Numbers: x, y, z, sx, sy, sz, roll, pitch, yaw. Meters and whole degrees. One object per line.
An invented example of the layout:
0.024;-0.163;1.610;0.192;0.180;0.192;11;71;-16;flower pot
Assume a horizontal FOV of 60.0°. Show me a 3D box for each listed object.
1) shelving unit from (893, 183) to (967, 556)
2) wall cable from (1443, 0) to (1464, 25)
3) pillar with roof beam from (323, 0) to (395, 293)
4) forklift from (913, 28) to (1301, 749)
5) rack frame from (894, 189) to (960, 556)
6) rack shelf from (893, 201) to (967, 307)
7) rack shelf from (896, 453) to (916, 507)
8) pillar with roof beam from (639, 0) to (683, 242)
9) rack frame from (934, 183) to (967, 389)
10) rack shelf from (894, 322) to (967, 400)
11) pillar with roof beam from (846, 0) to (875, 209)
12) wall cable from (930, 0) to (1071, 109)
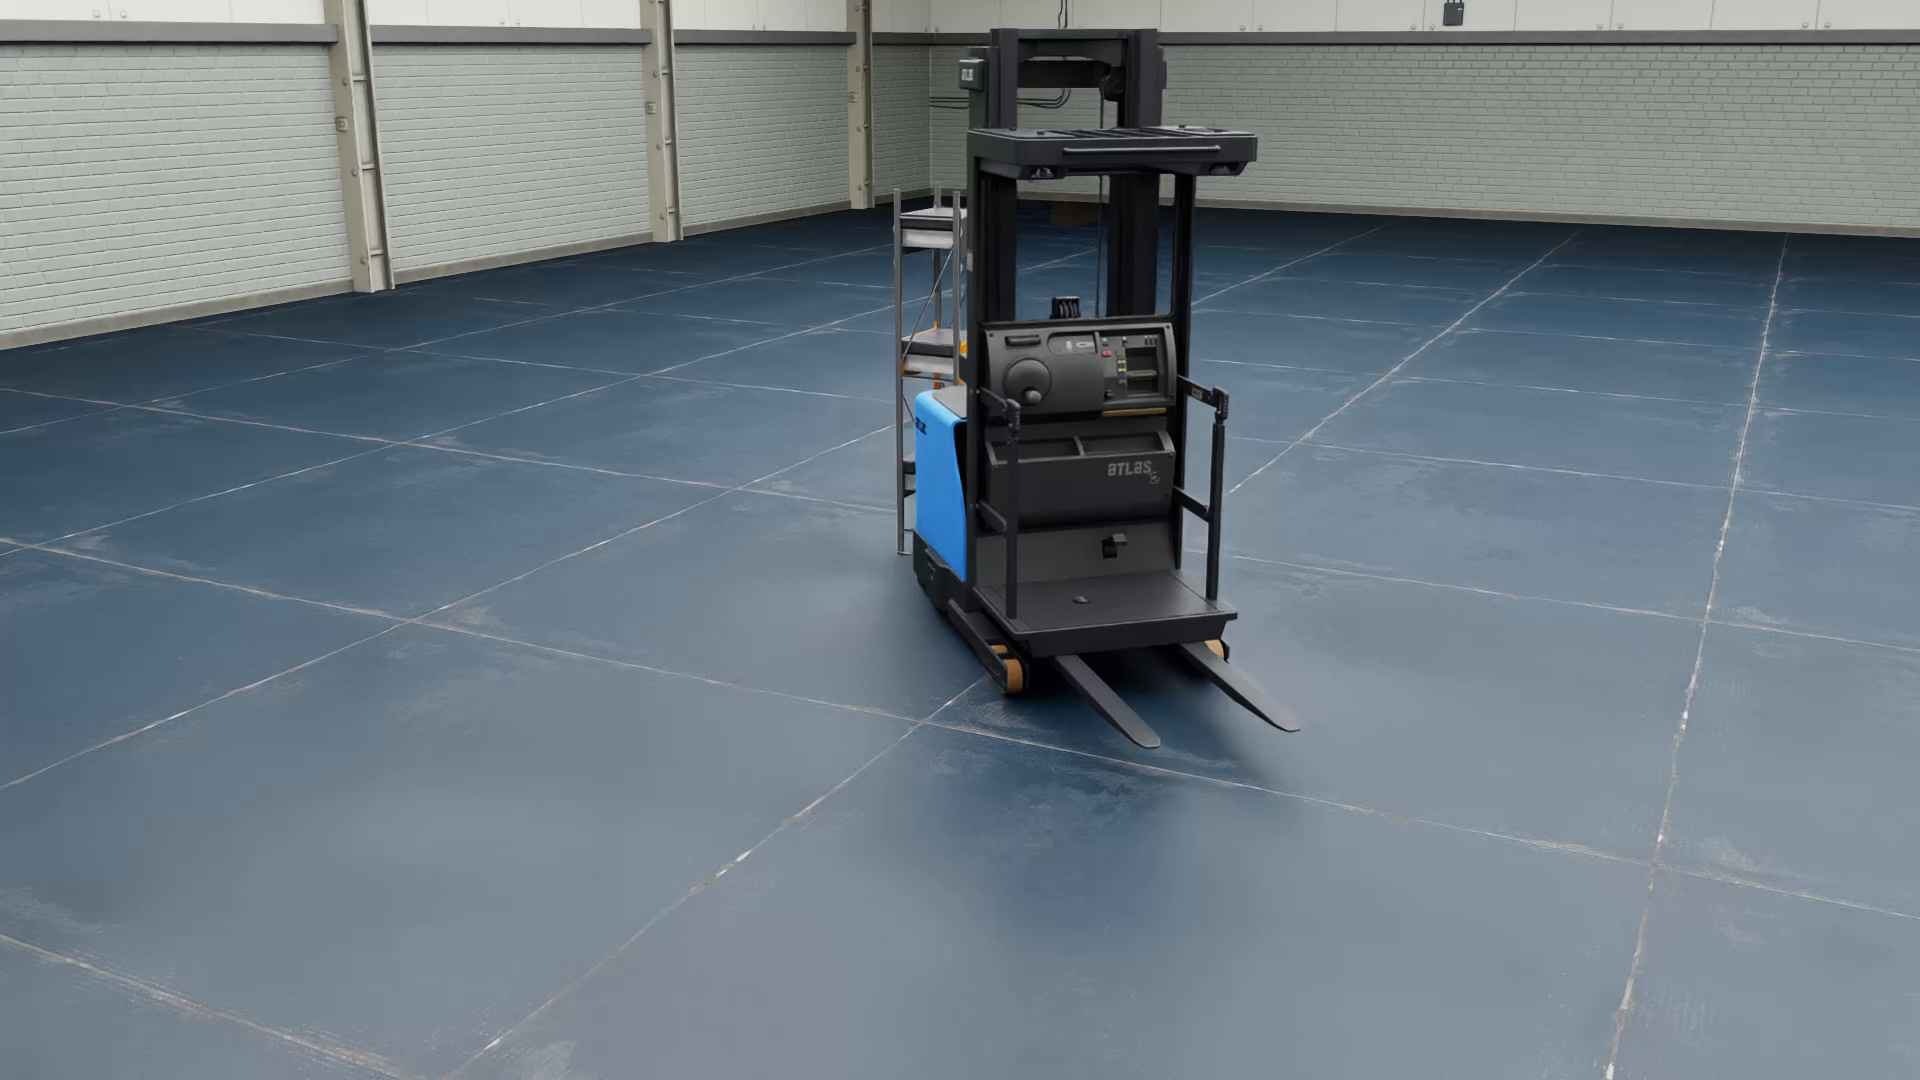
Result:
-0.074;-0.964;9.583;0.431;2.100;0.503;8;18;25;shelving unit
9.188;-11.427;26.720;2.305;6.003;0.169;8;18;25;wall cable
-3.308;-6.822;17.189;9.100;9.000;0.400;8;18;25;pillar with roof beam
0.635;-0.819;7.632;1.130;2.935;3.031;-5;17;-15;forklift
-0.183;-0.902;9.374;0.400;2.100;0.015;8;18;25;rack frame
-0.074;-1.622;9.388;0.431;0.518;0.480;8;18;25;rack shelf
-0.074;-0.280;9.787;0.431;0.518;0.480;8;18;25;rack shelf
-0.627;-8.351;22.334;9.100;9.000;0.400;8;18;25;pillar with roof beam
0.035;-1.027;9.793;0.400;2.100;0.015;8;18;25;rack frame
-0.074;-0.951;9.587;0.431;0.518;0.480;8;18;25;rack shelf
2.054;-9.879;27.480;9.100;9.000;0.400;8;18;25;pillar with roof beam
0.702;-9.520;31.726;3.097;2.526;0.112;8;18;25;wall cable
